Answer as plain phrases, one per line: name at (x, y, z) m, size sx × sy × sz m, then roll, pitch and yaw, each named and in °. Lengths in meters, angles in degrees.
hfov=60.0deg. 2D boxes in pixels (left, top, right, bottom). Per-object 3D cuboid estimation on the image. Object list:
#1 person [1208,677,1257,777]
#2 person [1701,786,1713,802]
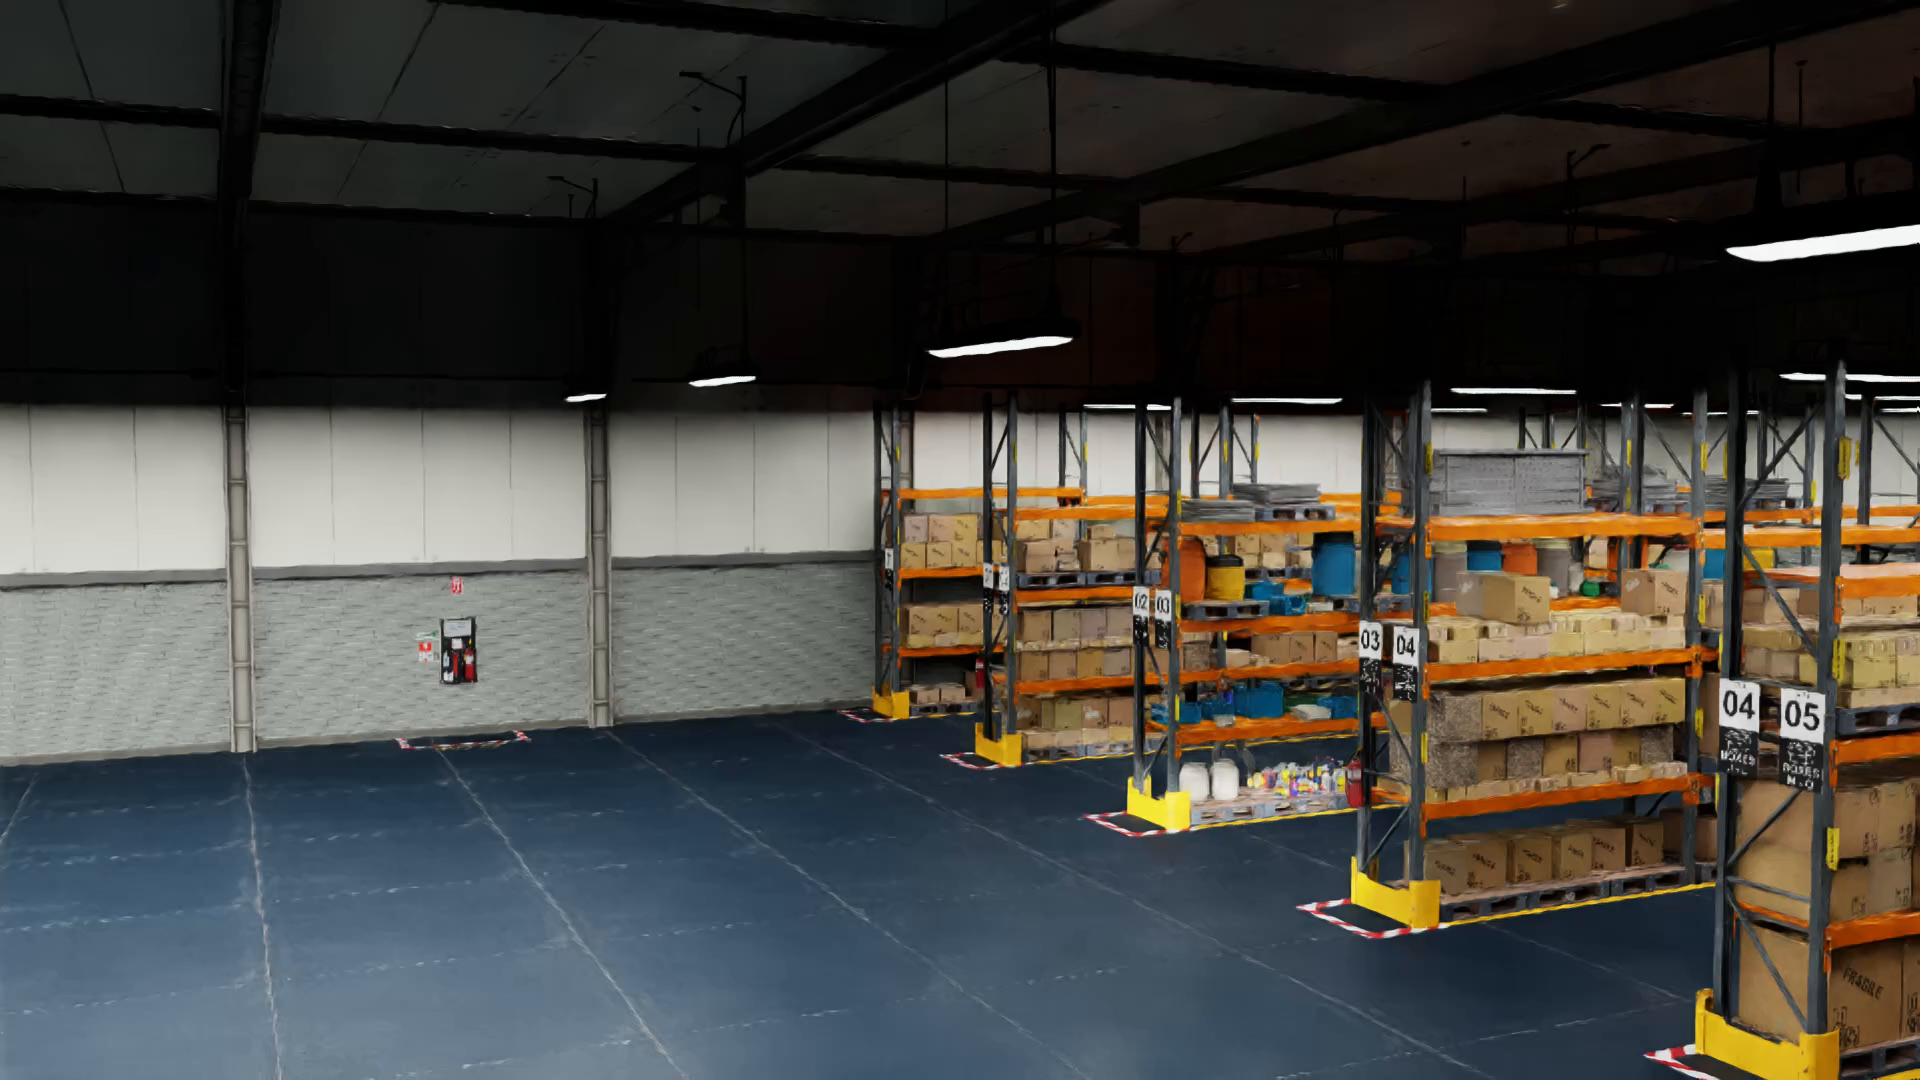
person at (4.132, 2.887, 25.403) m, size 0.998 × 1.583 × 0.463 m, roll -2°, pitch 4°, yaw -25°
person at (10.112, 3.017, 22.323) m, size 0.572 × 1.667 × 0.543 m, roll 0°, pitch 3°, yaw 4°
